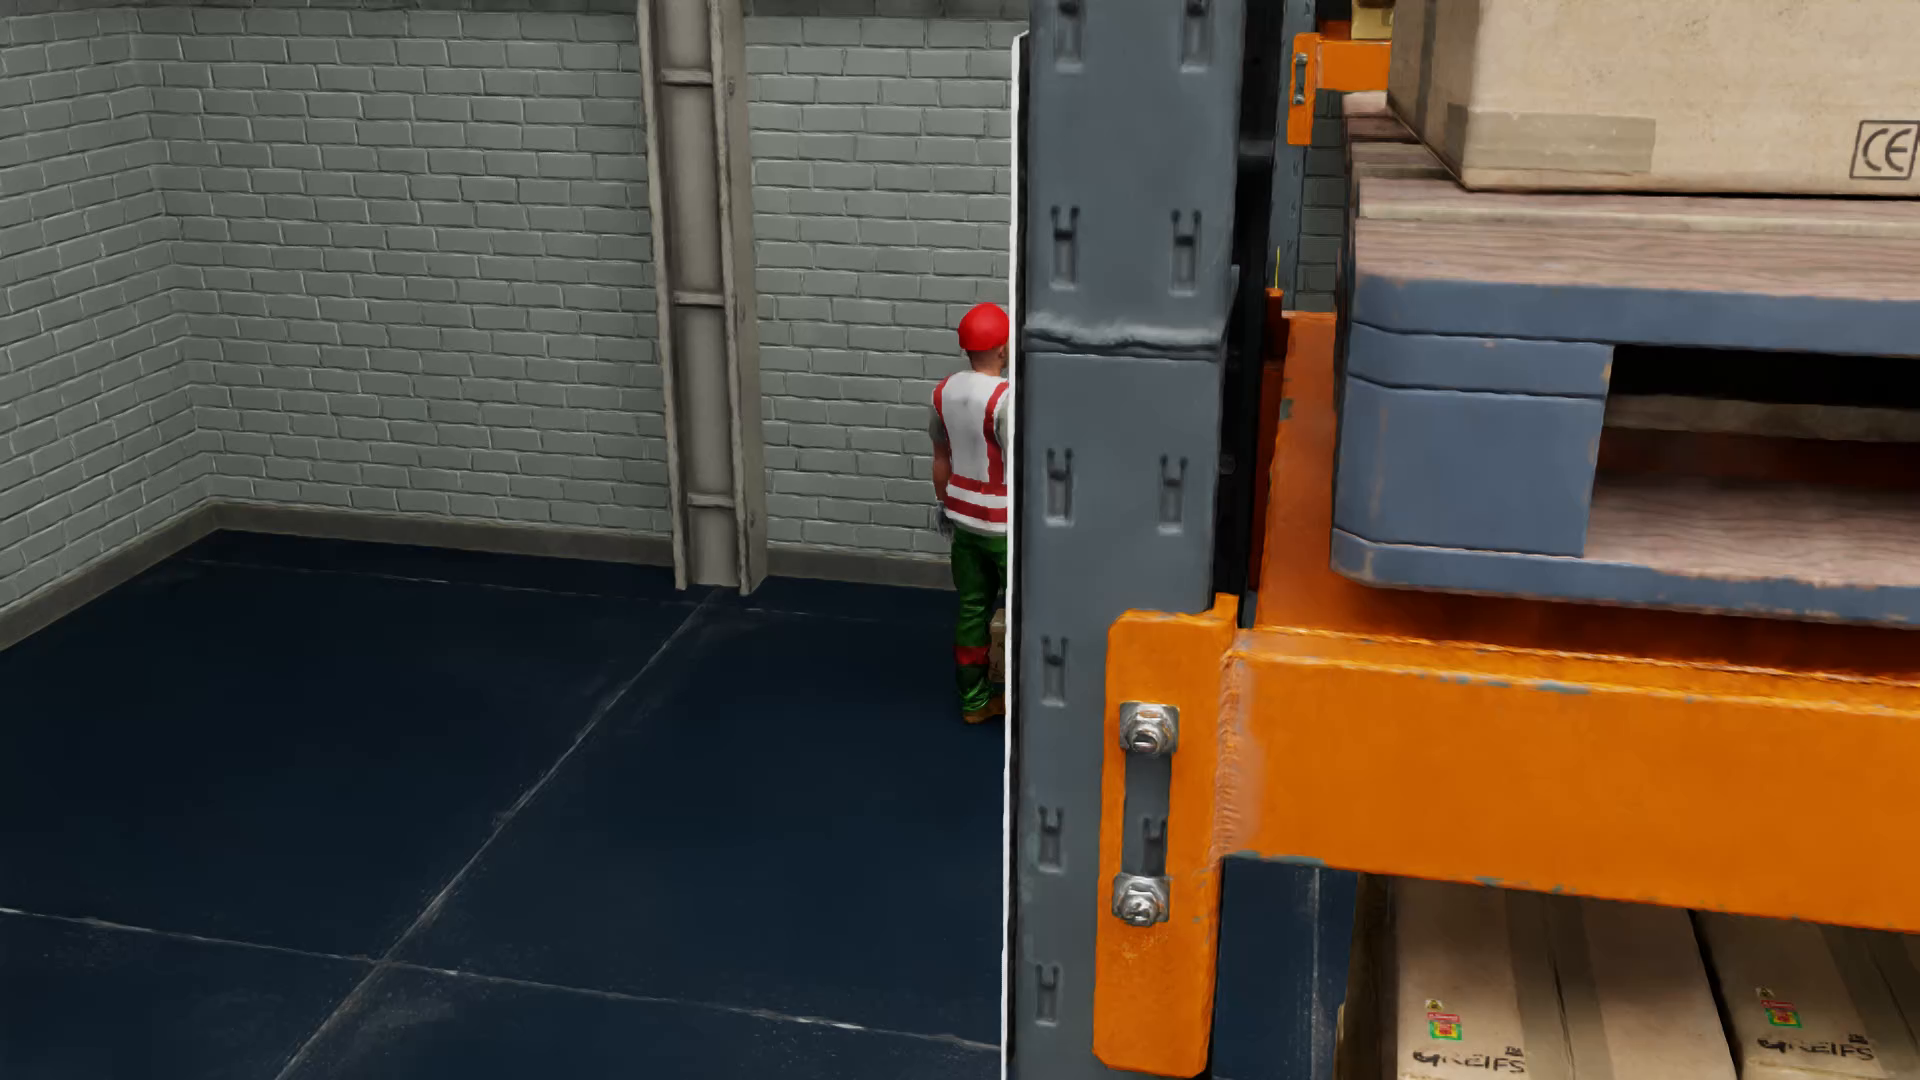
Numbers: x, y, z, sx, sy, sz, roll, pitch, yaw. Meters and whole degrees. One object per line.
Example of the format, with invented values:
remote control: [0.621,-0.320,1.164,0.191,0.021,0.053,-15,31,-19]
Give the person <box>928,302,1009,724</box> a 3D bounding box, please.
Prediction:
person: [0.169,-0.076,6.719,0.682,1.798,0.395,19,28,39]
